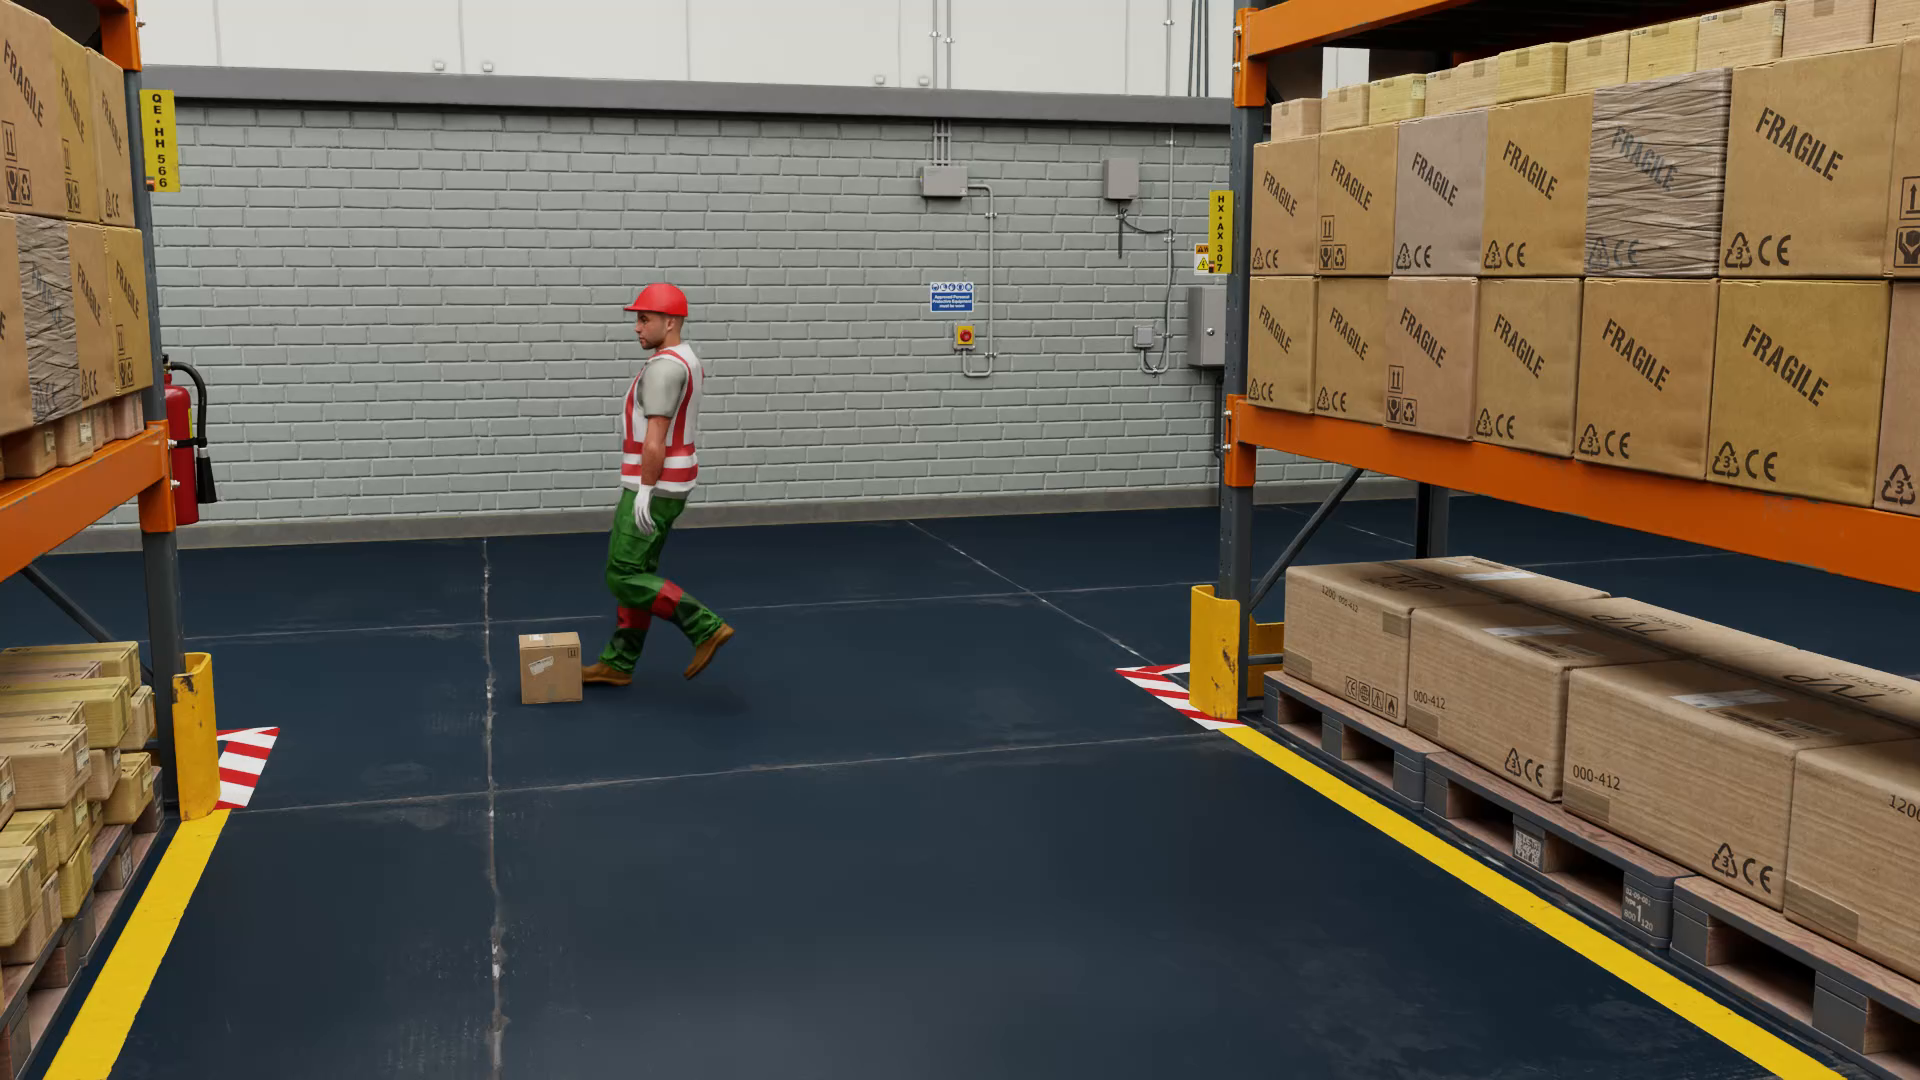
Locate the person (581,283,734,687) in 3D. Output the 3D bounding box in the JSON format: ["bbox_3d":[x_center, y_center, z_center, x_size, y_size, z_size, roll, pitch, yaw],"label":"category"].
[{"bbox_3d":[-1.366,-0.219,7.214,0.792,1.769,0.590,0,9,1],"label":"person"}]
